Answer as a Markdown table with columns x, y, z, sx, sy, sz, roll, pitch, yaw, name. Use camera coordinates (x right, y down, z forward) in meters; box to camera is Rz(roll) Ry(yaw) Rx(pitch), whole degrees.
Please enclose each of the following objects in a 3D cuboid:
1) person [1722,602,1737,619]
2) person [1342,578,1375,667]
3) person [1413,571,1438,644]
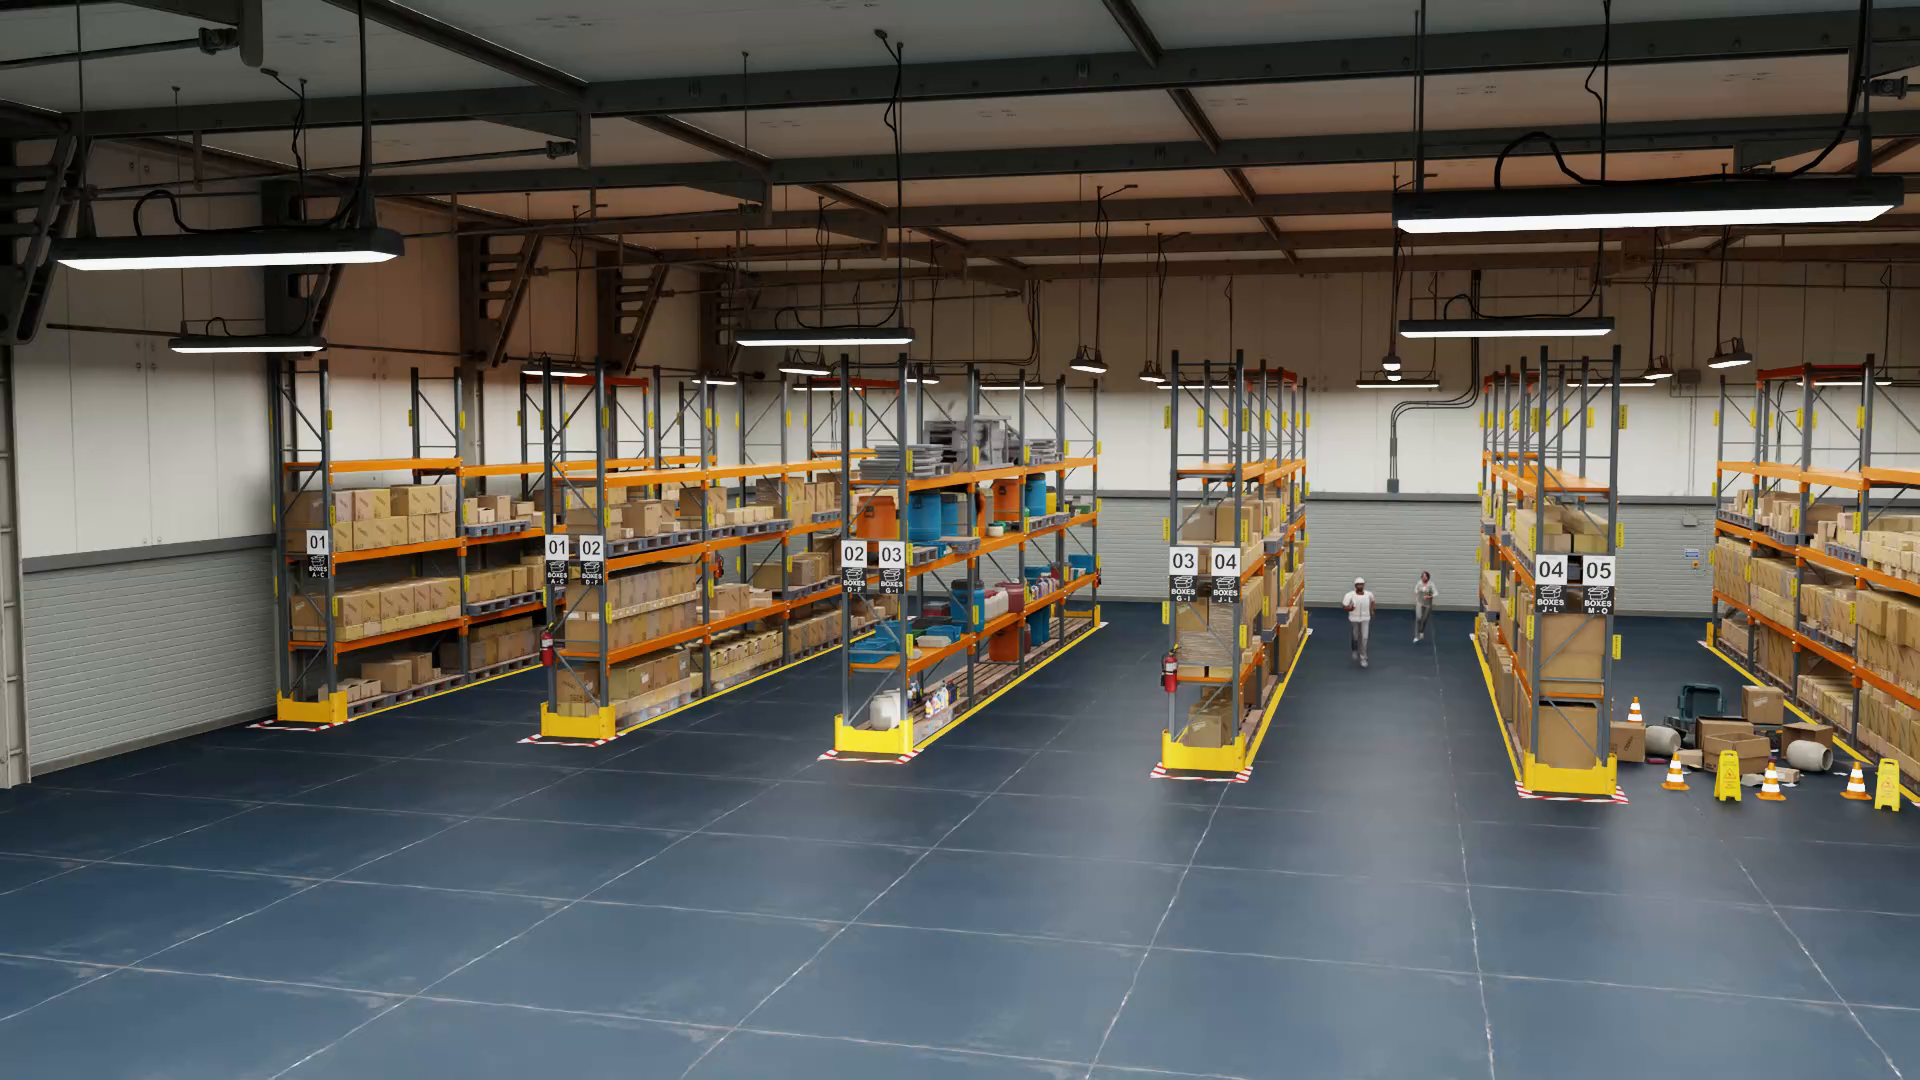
| x | y | z | sx | sy | sz | roll | pitch | yaw | name |
| --- | --- | --- | --- | --- | --- | --- | --- | --- | --- |
| 17.689 | 1.500 | 37.957 | 0.562 | 1.578 | 0.657 | 4 | 6 | 42 | person |
| 8.149 | 1.652 | 33.958 | 0.695 | 1.770 | 0.962 | 0 | 4 | 6 | person |
| 10.514 | 1.524 | 37.504 | 0.537 | 1.609 | 0.734 | 2 | 4 | 23 | person |
